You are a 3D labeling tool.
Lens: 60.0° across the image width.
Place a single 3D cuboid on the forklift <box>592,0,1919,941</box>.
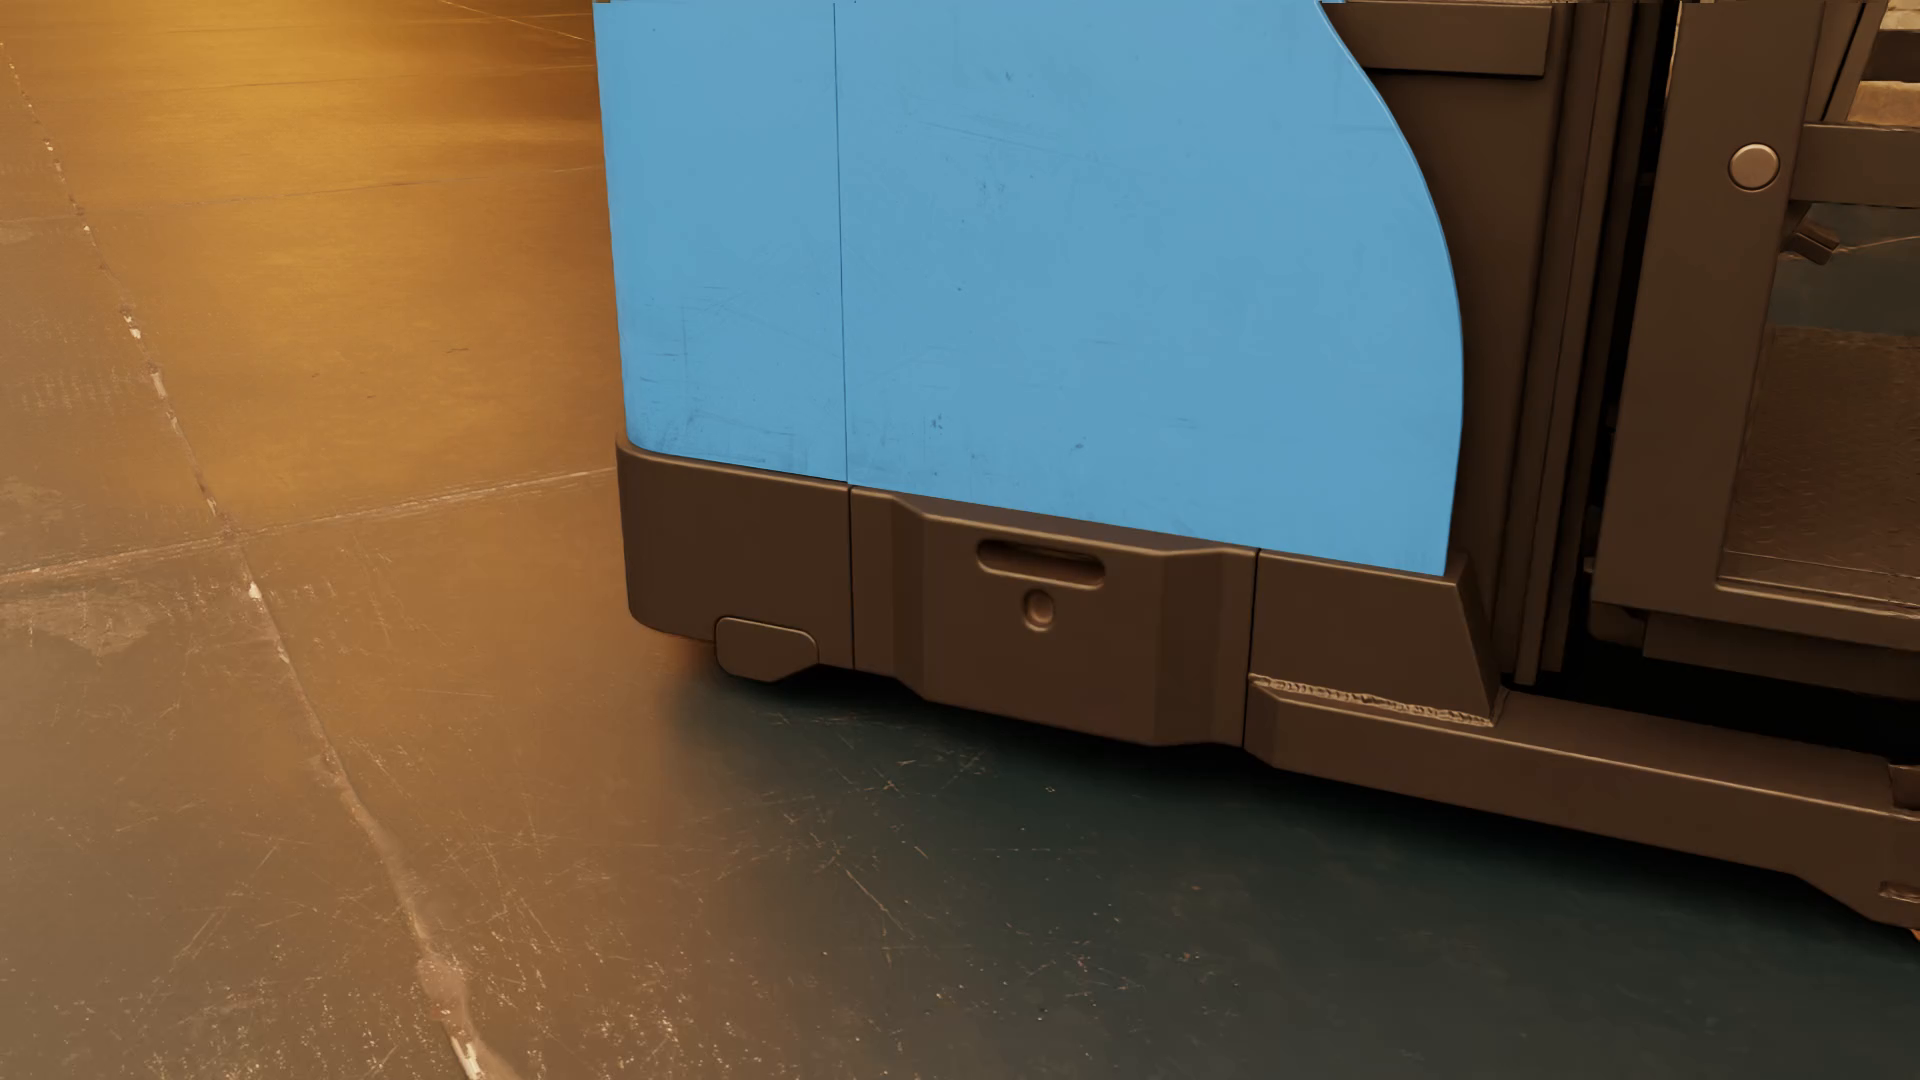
[{"bbox_3d":[1.119,-1.138,1.547,3.031,2.935,1.130,9,24,22],"label":"forklift"}]
